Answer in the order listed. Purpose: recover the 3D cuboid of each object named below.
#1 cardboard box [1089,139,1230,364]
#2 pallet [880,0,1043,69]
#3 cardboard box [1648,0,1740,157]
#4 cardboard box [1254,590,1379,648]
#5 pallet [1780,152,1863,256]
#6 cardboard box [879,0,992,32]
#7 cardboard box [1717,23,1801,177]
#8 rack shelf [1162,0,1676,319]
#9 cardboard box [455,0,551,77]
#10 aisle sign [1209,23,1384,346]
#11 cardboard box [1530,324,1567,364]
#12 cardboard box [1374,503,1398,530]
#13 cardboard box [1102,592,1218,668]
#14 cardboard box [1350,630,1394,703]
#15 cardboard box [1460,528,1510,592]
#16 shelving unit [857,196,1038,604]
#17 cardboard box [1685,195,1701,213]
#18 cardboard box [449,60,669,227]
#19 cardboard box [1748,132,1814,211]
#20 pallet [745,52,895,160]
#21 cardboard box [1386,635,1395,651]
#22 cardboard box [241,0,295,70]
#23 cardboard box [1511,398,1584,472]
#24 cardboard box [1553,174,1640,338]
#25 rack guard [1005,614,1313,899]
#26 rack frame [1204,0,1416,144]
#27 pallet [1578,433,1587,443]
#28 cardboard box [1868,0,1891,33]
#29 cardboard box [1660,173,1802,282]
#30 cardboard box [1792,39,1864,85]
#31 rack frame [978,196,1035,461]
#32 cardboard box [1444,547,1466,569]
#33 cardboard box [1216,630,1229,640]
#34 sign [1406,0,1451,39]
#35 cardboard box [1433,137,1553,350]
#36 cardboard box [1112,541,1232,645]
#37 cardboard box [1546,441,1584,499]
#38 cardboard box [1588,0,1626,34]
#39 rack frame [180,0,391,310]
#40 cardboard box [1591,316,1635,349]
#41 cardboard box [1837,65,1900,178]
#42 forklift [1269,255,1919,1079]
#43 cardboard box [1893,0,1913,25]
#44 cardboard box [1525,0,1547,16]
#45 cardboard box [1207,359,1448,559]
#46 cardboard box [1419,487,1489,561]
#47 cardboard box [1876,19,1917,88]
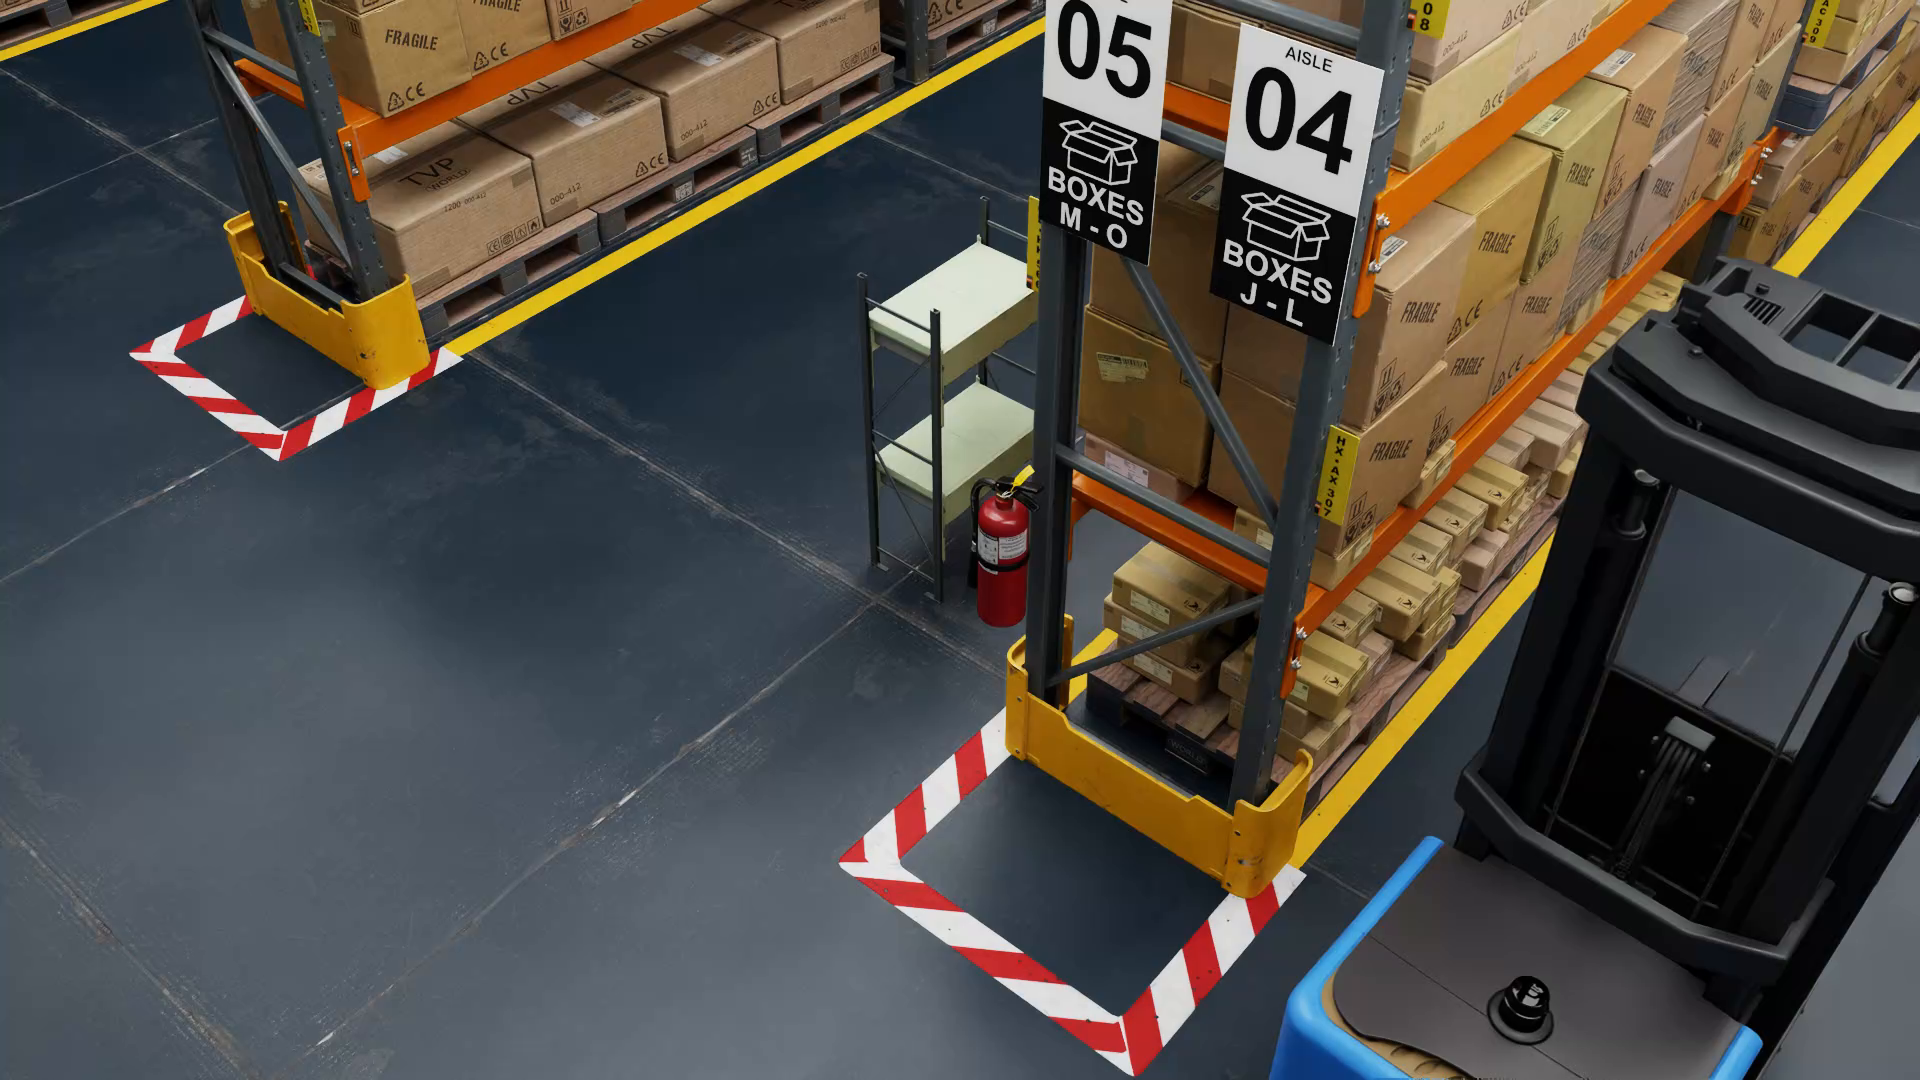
[{"bbox_3d":[0.763,-0.958,5.218,0.500,0.500,0.500,28,49,28],"label":"cardboard box"},{"bbox_3d":[-0.181,-3.647,11.286,1.003,0.211,1.213,29,50,28],"label":"pallet"},{"bbox_3d":[2.469,-1.789,6.132,0.500,0.500,0.500,31,51,29],"label":"cardboard box"},{"bbox_3d":[1.342,0.265,6.276,0.380,0.149,0.250,30,50,29],"label":"cardboard box"},{"bbox_3d":[4.518,-2.158,9.649,1.003,0.211,1.213,29,50,28],"label":"pallet"},{"bbox_3d":[-0.283,-3.972,10.838,0.875,0.875,0.875,31,51,30],"label":"cardboard box"},{"bbox_3d":[3.138,-1.933,7.033,0.500,0.500,0.500,30,50,28],"label":"cardboard box"},{"bbox_3d":[1.946,-1.971,5.676,1.077,0.370,4.000,29,50,28],"label":"rack shelf"},{"bbox_3d":[-2.362,-2.621,8.011,0.500,0.500,0.500,29,50,28],"label":"cardboard box"},{"bbox_3d":[0.842,-0.892,4.251,0.394,0.787,0.004,29,50,28],"label":"aisle sign"},{"bbox_3d":[2.083,-0.855,6.330,0.380,0.149,0.250,31,51,30],"label":"cardboard box"},{"bbox_3d":[1.251,-0.179,5.586,0.380,0.149,0.250,31,51,30],"label":"cardboard box"},{"bbox_3d":[0.780,0.296,6.463,0.380,0.149,0.250,28,49,27],"label":"cardboard box"},{"bbox_3d":[1.412,0.416,6.331,0.380,0.149,0.250,29,50,28],"label":"cardboard box"},{"bbox_3d":[2.068,0.022,6.985,0.380,0.149,0.250,27,49,27],"label":"cardboard box"},{"bbox_3d":[0.004,-0.558,6.932,0.431,1.500,0.755,29,50,28],"label":"shelving unit"},{"bbox_3d":[2.929,-1.524,7.066,0.380,0.149,0.250,32,51,30],"label":"cardboard box"},{"bbox_3d":[-2.264,-2.254,9.274,0.875,0.438,0.875,31,51,29],"label":"cardboard box"},{"bbox_3d":[3.911,-1.932,8.315,0.500,0.250,0.500,27,49,27],"label":"cardboard box"},{"bbox_3d":[-1.170,-2.859,10.420,1.003,0.211,1.213,29,50,28],"label":"pallet"},{"bbox_3d":[1.502,0.369,6.603,0.380,0.149,0.250,30,50,29],"label":"cardboard box"},{"bbox_3d":[-3.087,-2.589,7.975,0.500,0.500,0.500,30,50,29],"label":"cardboard box"},{"bbox_3d":[2.420,-0.479,7.094,0.380,0.149,0.250,28,49,27],"label":"cardboard box"},{"bbox_3d":[2.133,-1.155,6.177,0.500,0.500,0.500,28,49,27],"label":"cardboard box"},{"bbox_3d":[0.708,0.788,6.194,1.175,0.500,0.348,29,50,28],"label":"rack guard"},{"bbox_3d":[0.659,-2.317,3.292,1.000,3.000,0.127,29,50,28],"label":"rack frame"},{"bbox_3d":[2.828,-0.765,8.116,1.003,0.211,1.213,29,50,28],"label":"pallet"},{"bbox_3d":[4.004,-2.468,7.570,0.380,0.149,0.250,29,49,28],"label":"cardboard box"},{"bbox_3d":[3.912,-1.654,8.567,0.500,0.500,0.500,31,51,30],"label":"cardboard box"},{"bbox_3d":[3.839,-2.224,7.523,0.380,0.149,0.250,27,49,27],"label":"cardboard box"},{"bbox_3d":[0.240,-0.747,7.139,0.400,1.500,0.023,29,50,28],"label":"rack frame"},{"bbox_3d":[1.848,-0.011,6.800,0.380,0.149,0.250,27,49,27],"label":"cardboard box"},{"bbox_3d":[0.926,0.264,6.719,0.380,0.149,0.250,31,51,30],"label":"cardboard box"},{"bbox_3d":[1.075,-1.296,3.749,0.100,0.325,0.005,29,50,28],"label":"sign"},{"bbox_3d":[1.471,-0.994,5.257,0.500,0.500,0.500,31,51,30],"label":"cardboard box"},{"bbox_3d":[0.806,0.199,6.348,0.380,0.149,0.250,30,50,29],"label":"cardboard box"},{"bbox_3d":[2.576,-0.376,7.423,0.380,0.149,0.250,29,50,28],"label":"cardboard box"},{"bbox_3d":[1.808,-1.813,5.078,0.500,0.250,0.500,28,49,27],"label":"cardboard box"},{"bbox_3d":[-3.195,-2.189,7.610,1.000,3.000,0.127,29,50,28],"label":"rack frame"},{"bbox_3d":[2.915,-0.902,7.560,0.380,0.149,0.250,29,50,28],"label":"cardboard box"},{"bbox_3d":[4.919,-2.451,9.444,0.500,0.500,0.500,27,49,27],"label":"cardboard box"},{"bbox_3d":[2.231,0.438,4.771,1.130,2.935,3.031,31,51,30],"label":"forklift"},{"bbox_3d":[4.339,-2.625,7.964,0.380,0.149,0.250,30,50,29],"label":"cardboard box"},{"bbox_3d":[1.476,-1.720,4.604,0.500,0.250,0.500,29,50,28],"label":"cardboard box"},{"bbox_3d":[1.159,-0.356,5.299,0.500,0.500,0.500,32,51,30],"label":"cardboard box"},{"bbox_3d":[1.884,-0.112,6.690,0.380,0.149,0.250,32,51,30],"label":"cardboard box"},{"bbox_3d":[4.912,-2.740,9.204,0.500,0.250,0.500,31,50,29],"label":"cardboard box"}]
